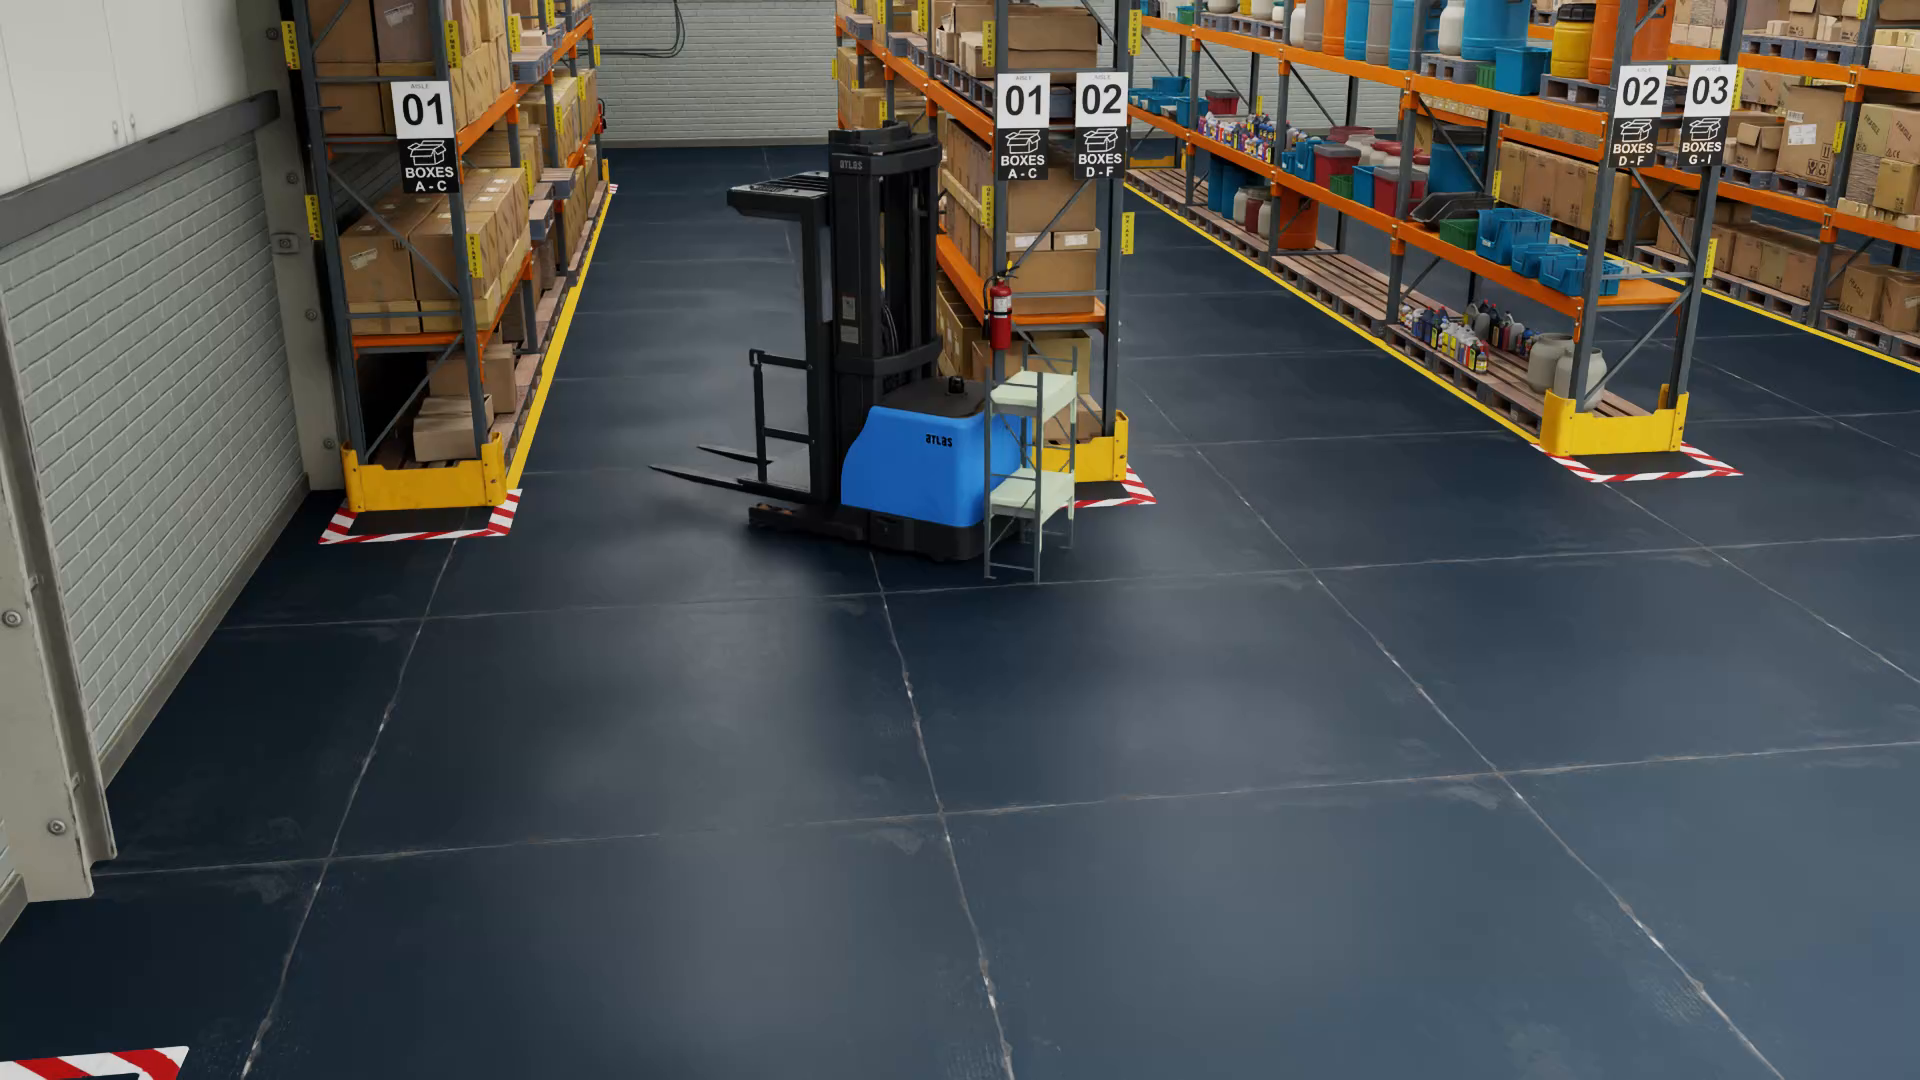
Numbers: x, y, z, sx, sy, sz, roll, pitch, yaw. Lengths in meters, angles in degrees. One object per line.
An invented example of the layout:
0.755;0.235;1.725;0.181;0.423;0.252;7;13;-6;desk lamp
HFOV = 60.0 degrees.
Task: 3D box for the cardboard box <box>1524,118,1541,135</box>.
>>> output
8.723;-6.283;24.608;0.500;0.500;0.500;-3;21;-8;cardboard box

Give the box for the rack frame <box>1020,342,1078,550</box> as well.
0.626;-0.658;11.834;0.400;1.500;0.023;8;22;20;rack frame

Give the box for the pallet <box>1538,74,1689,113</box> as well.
5.637;-3.786;14.047;1.003;0.211;1.213;-3;21;-8;pallet

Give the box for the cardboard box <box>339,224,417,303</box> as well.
-4.422;-2.121;12.721;0.500;0.500;0.500;-3;21;-8;cardboard box

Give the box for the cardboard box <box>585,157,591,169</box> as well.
-5.824;-5.735;25.329;0.380;0.149;0.250;-4;21;-9;cardboard box

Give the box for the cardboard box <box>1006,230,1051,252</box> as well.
0.514;-2.402;13.291;0.380;0.149;0.250;-3;21;-9;cardboard box

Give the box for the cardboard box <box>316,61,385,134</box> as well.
-4.455;-3.271;12.228;0.500;0.500;0.500;-1;21;-4;cardboard box

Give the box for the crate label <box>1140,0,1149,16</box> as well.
3.167;-8.717;27.193;0.408;0.251;0.502;-3;21;-8;crate label

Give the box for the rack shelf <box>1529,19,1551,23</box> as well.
8.543;-8.343;27.007;1.077;0.370;4.000;-3;21;-8;rack shelf

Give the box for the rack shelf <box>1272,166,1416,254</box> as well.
4.795;-3.918;19.447;1.077;0.370;4.000;-3;21;-8;rack shelf

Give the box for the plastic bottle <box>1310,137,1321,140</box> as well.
4.697;-5.216;22.070;0.152;0.276;0.135;-3;21;-8;plastic bottle

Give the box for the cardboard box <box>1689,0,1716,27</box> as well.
9.290;-6.532;20.273;0.500;0.500;0.500;-3;21;-7;cardboard box

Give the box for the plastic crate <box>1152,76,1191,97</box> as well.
3.586;-7.655;28.289;0.616;0.435;0.499;-3;21;-8;plastic crate

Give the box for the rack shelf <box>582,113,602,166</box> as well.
-6.162;-6.188;25.525;1.077;0.370;4.000;-3;21;-8;rack shelf

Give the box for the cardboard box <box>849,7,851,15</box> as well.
-1.367;-7.747;24.599;0.500;0.250;0.500;-3;21;-8;cardboard box

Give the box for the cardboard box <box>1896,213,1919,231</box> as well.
9.845;-3.258;17.011;0.380;0.149;0.250;-3;21;-8;cardboard box

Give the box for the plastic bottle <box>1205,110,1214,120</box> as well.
3.666;-6.157;24.484;0.144;0.351;0.185;-3;21;-8;plastic bottle

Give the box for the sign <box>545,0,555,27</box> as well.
-4.760;-6.122;19.293;0.100;0.325;0.005;-3;21;-8;sign

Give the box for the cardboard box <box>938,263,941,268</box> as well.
-0.312;-2.964;18.392;0.500;0.311;0.500;-3;21;-8;cardboard box

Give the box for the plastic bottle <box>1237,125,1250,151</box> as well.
3.880;-5.496;22.714;0.144;0.351;0.185;-3;21;-8;plastic bottle

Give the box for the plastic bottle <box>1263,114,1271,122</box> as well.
4.413;-5.943;23.913;0.144;0.351;0.185;-3;21;-8;plastic bottle

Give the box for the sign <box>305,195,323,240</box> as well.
-4.696;-2.347;12.107;0.100;0.325;0.005;-3;21;-8;sign

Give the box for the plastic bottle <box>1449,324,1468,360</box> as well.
4.904;-1.950;16.308;0.144;0.351;0.185;-2;21;-6;plastic bottle

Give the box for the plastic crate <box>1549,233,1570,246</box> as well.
5.568;-2.889;16.042;0.530;0.136;0.437;-3;21;-8;plastic crate

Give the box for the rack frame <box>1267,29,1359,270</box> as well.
4.507;-4.947;21.175;1.000;3.000;0.127;-3;21;-8;rack frame

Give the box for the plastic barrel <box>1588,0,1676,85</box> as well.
5.464;-4.142;13.519;0.600;0.830;0.708;-3;21;-8;plastic barrel

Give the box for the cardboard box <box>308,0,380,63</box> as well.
-4.465;-3.744;12.065;0.500;0.500;0.500;-2;21;-5;cardboard box

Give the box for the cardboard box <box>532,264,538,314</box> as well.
-5.001;-2.707;18.120;0.700;0.500;0.500;-3;21;-7;cardboard box

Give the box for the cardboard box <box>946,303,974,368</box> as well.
0.156;-1.878;15.216;0.500;0.500;0.500;-3;21;-8;cardboard box

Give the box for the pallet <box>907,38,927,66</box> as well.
-0.045;-5.398;18.365;1.003;0.211;1.213;-2;21;-5;pallet

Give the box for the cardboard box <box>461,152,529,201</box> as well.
-4.833;-3.687;17.030;0.700;0.500;0.500;-1;20;-2;cardboard box

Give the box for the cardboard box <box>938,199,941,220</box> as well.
-0.127;-3.546;17.615;0.396;0.266;0.258;-3;21;-9;cardboard box

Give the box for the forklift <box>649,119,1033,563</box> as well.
-0.988;-1.577;12.249;3.031;2.935;1.130;12;23;28;forklift

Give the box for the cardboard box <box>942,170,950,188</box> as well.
0.028;-3.562;16.395;0.380;0.149;0.250;-3;21;-8;cardboard box

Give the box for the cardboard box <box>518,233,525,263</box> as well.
-4.289;-2.680;15.291;0.500;0.250;0.500;-3;21;-8;cardboard box

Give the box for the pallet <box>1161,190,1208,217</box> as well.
3.786;-5.279;26.047;1.003;0.211;1.213;-3;21;-8;pallet

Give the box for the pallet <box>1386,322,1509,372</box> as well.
5.139;-2.021;17.327;1.003;0.211;1.213;-3;21;-8;pallet

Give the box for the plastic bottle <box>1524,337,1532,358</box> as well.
5.629;-1.904;16.397;0.097;0.201;0.097;0;20;0;plastic bottle

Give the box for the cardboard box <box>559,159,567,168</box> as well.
-5.098;-4.649;20.707;0.380;0.149;0.250;-2;21;-6;cardboard box

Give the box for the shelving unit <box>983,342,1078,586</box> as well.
0.491;-0.539;11.516;0.431;1.500;0.755;8;22;20;shelving unit

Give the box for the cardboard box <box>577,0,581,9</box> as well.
-5.772;-7.841;24.106;0.500;0.250;0.500;-3;21;-9;cardboard box

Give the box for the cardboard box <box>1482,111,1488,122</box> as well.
8.426;-6.643;26.073;0.380;0.149;0.250;-3;21;-7;cardboard box

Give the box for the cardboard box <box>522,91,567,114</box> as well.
-5.262;-5.524;21.050;0.500;0.250;0.500;-3;21;-7;cardboard box

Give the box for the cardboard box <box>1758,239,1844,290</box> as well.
9.867;-3.227;19.513;0.700;0.500;0.500;-3;21;-8;cardboard box

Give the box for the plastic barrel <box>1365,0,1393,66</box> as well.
4.701;-5.594;17.903;0.600;0.901;0.600;0;20;0;plastic barrel

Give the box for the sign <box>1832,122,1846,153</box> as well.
9.436;-4.325;17.855;0.100;0.325;0.005;-3;21;-8;sign

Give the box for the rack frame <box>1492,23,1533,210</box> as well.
8.831;-6.582;25.552;1.000;3.000;0.127;-3;21;-8;rack frame

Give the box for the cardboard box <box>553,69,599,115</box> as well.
-6.367;-7.182;26.729;0.980;0.700;0.700;-2;21;-5;cardboard box

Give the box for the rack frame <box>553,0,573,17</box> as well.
-5.874;-8.643;22.496;1.000;3.000;0.127;-3;21;-8;rack frame

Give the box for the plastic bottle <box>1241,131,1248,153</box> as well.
3.861;-5.407;22.572;0.061;0.283;0.133;-3;21;-8;plastic bottle

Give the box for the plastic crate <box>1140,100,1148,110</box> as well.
3.125;-7.170;27.416;0.250;0.136;0.298;-3;21;-8;plastic crate

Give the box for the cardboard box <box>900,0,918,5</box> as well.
-0.452;-6.771;20.198;0.500;0.500;0.500;-3;21;-8;cardboard box

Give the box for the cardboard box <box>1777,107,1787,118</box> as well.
13.336;-6.850;26.629;0.380;0.149;0.250;-3;21;-9;cardboard box

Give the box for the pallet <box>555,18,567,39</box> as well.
-5.693;-6.833;22.211;0.805;0.209;1.217;-4;21;-10;pallet

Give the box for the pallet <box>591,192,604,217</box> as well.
-6.085;-5.217;25.882;1.003;0.211;1.213;-3;21;-8;pallet

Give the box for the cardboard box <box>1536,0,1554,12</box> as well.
8.925;-8.031;24.400;0.700;0.500;0.500;-2;21;-6;cardboard box

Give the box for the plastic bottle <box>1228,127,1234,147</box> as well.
3.790;-5.616;23.150;0.097;0.271;0.097;0;20;0;plastic bottle
